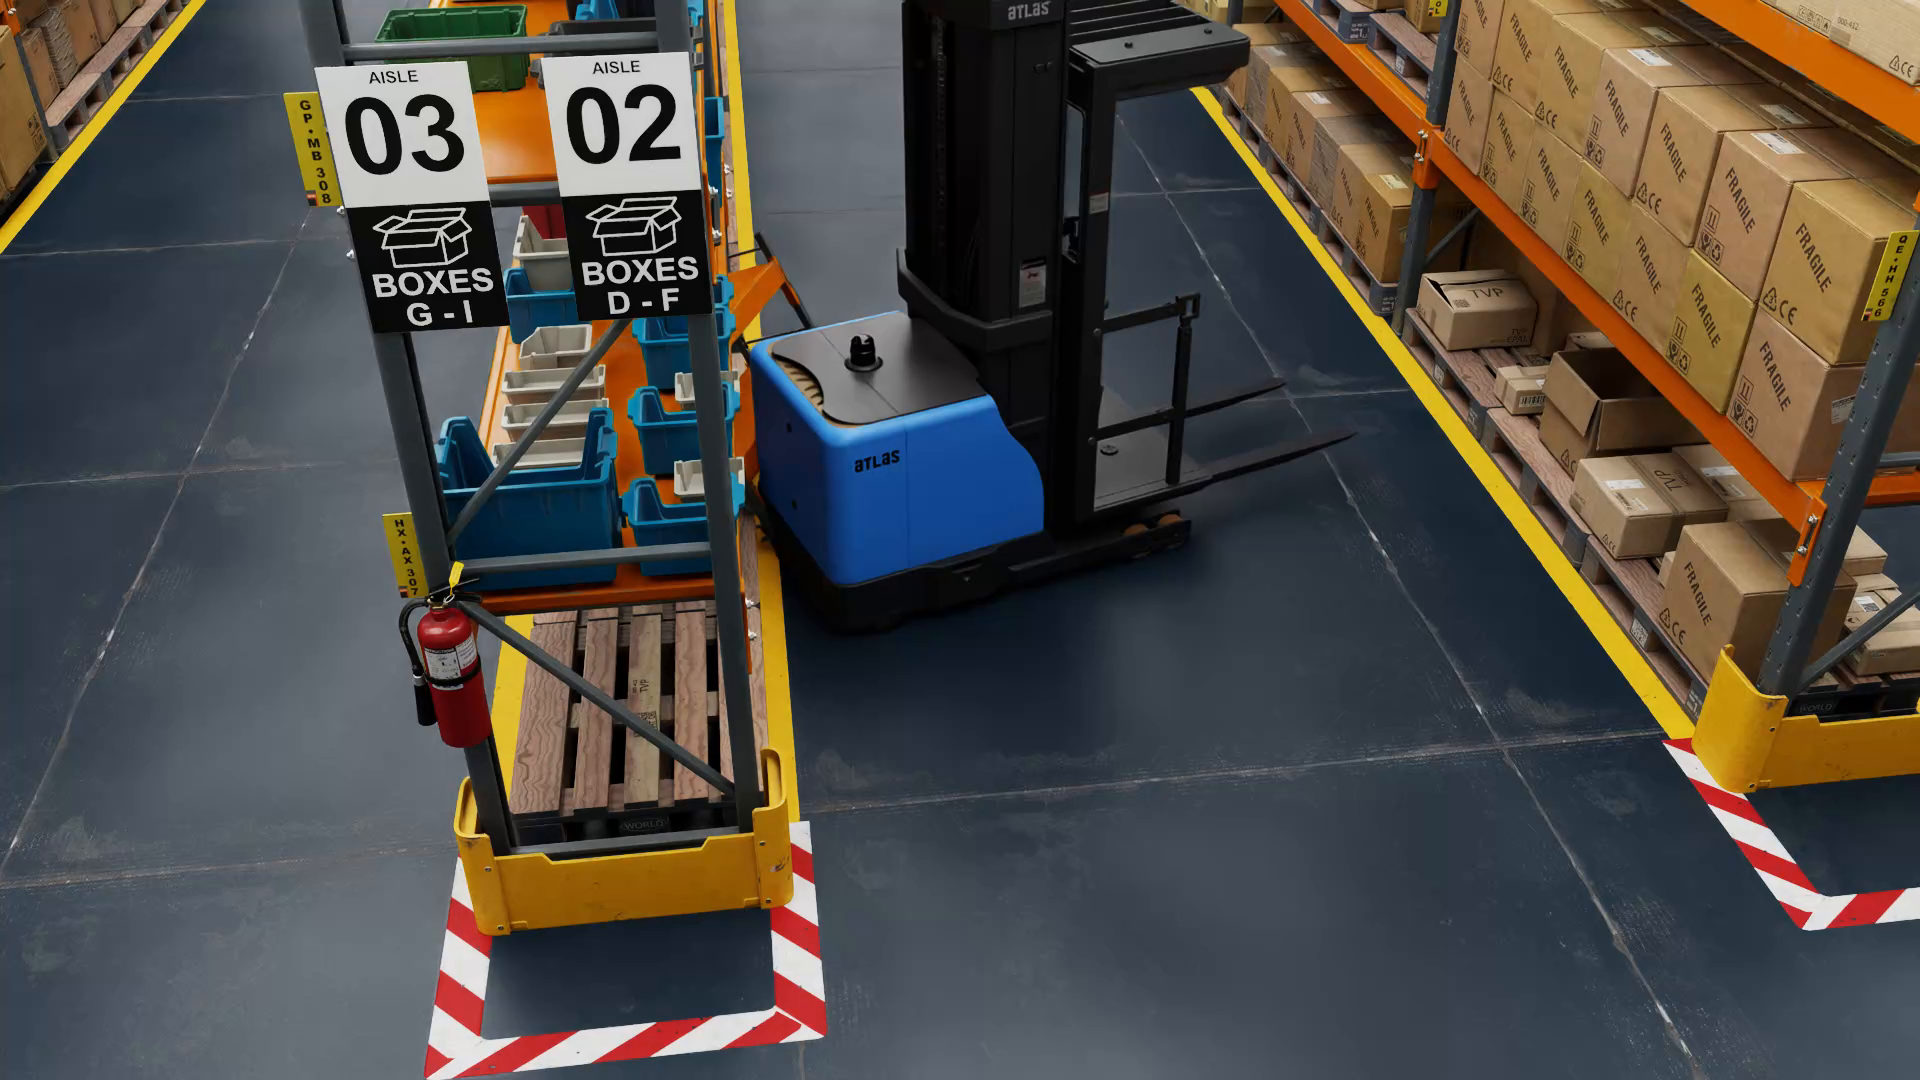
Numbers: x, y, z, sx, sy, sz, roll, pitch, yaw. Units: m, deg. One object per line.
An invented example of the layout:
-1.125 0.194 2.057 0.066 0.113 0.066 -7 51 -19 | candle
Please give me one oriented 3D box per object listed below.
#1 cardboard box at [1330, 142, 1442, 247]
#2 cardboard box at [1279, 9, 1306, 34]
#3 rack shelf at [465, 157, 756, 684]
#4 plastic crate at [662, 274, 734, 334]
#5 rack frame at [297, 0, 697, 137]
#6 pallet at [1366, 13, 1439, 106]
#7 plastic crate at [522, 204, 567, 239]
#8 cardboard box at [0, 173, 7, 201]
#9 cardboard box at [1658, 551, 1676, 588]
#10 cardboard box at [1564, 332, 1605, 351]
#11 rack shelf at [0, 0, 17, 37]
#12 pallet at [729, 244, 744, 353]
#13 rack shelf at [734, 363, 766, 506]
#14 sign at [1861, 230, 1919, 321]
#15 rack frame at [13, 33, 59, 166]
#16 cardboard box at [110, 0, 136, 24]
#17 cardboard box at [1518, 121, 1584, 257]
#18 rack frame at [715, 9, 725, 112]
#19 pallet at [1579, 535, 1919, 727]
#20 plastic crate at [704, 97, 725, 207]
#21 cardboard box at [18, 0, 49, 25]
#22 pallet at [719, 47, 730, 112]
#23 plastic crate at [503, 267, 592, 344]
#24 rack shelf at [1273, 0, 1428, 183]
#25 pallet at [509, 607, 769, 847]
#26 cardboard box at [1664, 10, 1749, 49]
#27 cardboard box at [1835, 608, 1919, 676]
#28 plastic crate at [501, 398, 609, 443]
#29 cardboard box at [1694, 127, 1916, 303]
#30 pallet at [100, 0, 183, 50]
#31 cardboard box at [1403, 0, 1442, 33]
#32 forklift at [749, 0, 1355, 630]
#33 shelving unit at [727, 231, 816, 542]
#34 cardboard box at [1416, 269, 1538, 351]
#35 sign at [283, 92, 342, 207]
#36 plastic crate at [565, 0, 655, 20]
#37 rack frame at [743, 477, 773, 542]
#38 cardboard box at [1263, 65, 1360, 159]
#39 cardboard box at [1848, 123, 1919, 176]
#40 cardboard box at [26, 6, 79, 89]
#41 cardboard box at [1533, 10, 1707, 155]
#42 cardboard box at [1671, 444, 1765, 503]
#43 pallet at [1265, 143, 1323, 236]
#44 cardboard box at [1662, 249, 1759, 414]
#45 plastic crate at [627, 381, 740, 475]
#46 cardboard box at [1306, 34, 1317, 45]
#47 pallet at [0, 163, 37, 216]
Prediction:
2.723 -2.216 10.667 0.500 0.500 0.500 -4 35 -6 | cardboard box
2.814 -4.352 13.544 0.500 0.311 0.500 -3 34 -5 | cardboard box
-1.508 -0.750 7.326 1.077 0.370 4.000 -4 35 -6 | rack shelf
-1.163 -0.952 7.079 0.416 0.233 0.300 -4 35 -6 | plastic crate
-1.239 -2.410 3.796 1.000 3.000 0.127 -4 35 -6 | rack frame
3.133 -2.911 10.029 1.003 0.211 1.213 -4 35 -6 | pallet
-1.905 -1.697 7.967 0.402 0.464 0.583 -4 35 -6 | plastic crate
-7.039 -2.431 10.668 1.225 0.875 0.875 -4 35 -6 | cardboard box
3.387 0.167 7.467 0.380 0.166 0.250 -4 35 -6 | cardboard box
3.599 -1.039 9.252 0.380 0.149 0.250 -4 35 -6 | cardboard box
-6.954 -2.607 10.051 1.077 0.370 4.000 -4 35 -6 | rack shelf
-1.840 -1.445 10.183 1.003 0.211 1.213 -4 35 -6 | pallet
-1.031 -0.548 8.367 0.538 0.278 1.000 -8 35 32 | rack shelf
3.117 -0.883 5.573 0.100 0.325 0.005 -4 35 -6 | sign
-7.223 -4.020 11.486 1.000 3.000 0.127 -4 35 -6 | rack frame
-7.654 -4.790 14.444 0.700 0.500 0.500 -5 35 -7 | cardboard box
3.067 -1.708 8.004 0.500 0.500 0.500 -5 35 -7 | cardboard box
-2.315 -4.396 12.036 1.000 3.000 0.127 -4 35 -6 | rack frame
3.551 0.361 7.533 1.003 0.211 1.213 -4 35 -6 | pallet
-1.376 -1.947 8.404 0.392 0.384 0.575 -4 35 -6 | plastic crate
-7.424 -4.146 12.833 0.500 0.250 0.500 -1 34 -1 | cardboard box
-2.381 -3.679 13.460 1.003 0.211 1.213 -4 35 -6 | pallet
-1.769 -1.014 7.169 0.416 0.233 0.300 -4 35 -6 | plastic crate
2.863 -3.355 11.149 1.077 0.370 4.000 -4 35 -6 | rack shelf
-1.312 0.758 6.951 1.003 0.211 1.213 -4 35 -6 | pallet
3.596 -2.162 7.782 0.500 0.500 0.500 -4 34 -6 | cardboard box
3.954 0.432 7.093 0.380 0.149 0.250 -4 35 -6 | cardboard box
-1.553 -0.451 6.430 0.396 0.136 0.243 -4 35 -6 | plastic crate
3.269 -1.268 6.471 0.500 0.500 0.500 -3 34 -5 | cardboard box
-7.655 -4.666 14.909 1.003 0.211 1.213 -4 35 -6 | pallet
3.134 -3.412 10.131 0.700 0.500 0.500 1 34 1 | cardboard box
0.564 -1.371 7.659 3.031 2.935 1.130 -16 37 -22 | forklift
-1.132 -0.736 8.250 0.538 1.125 1.048 -8 35 32 | shelving unit
2.974 -1.357 9.574 0.500 0.311 0.500 -4 35 -6 | cardboard box
-1.782 -1.077 4.596 0.100 0.325 0.005 -4 35 -6 | sign
-1.172 -2.019 5.940 0.504 0.338 0.767 -4 35 -6 | plastic crate
-1.312 -0.419 7.896 0.500 1.125 0.032 -8 35 32 | rack frame
2.510 -3.070 11.920 0.500 0.500 0.500 -5 35 -7 | cardboard box
3.794 -1.318 6.543 0.500 0.500 0.500 -4 34 -6 | cardboard box
-7.420 -3.850 13.065 0.700 0.500 0.500 -7 35 -10 | cardboard box
3.055 -2.132 7.738 0.500 0.500 0.500 -5 35 -8 | cardboard box
3.743 -0.233 7.979 0.500 0.250 0.500 -4 35 -6 | cardboard box
2.818 -2.518 11.757 1.003 0.211 1.213 -4 35 -6 | pallet
3.267 -0.864 6.766 0.500 0.500 0.500 -4 34 -6 | cardboard box
-1.035 -0.417 6.294 0.416 0.233 0.300 -4 35 -6 | plastic crate
2.814 -4.120 13.701 0.500 0.250 0.500 -4 35 -7 | cardboard box
-7.192 -2.423 11.617 1.003 0.211 1.213 -4 35 -6 | pallet
